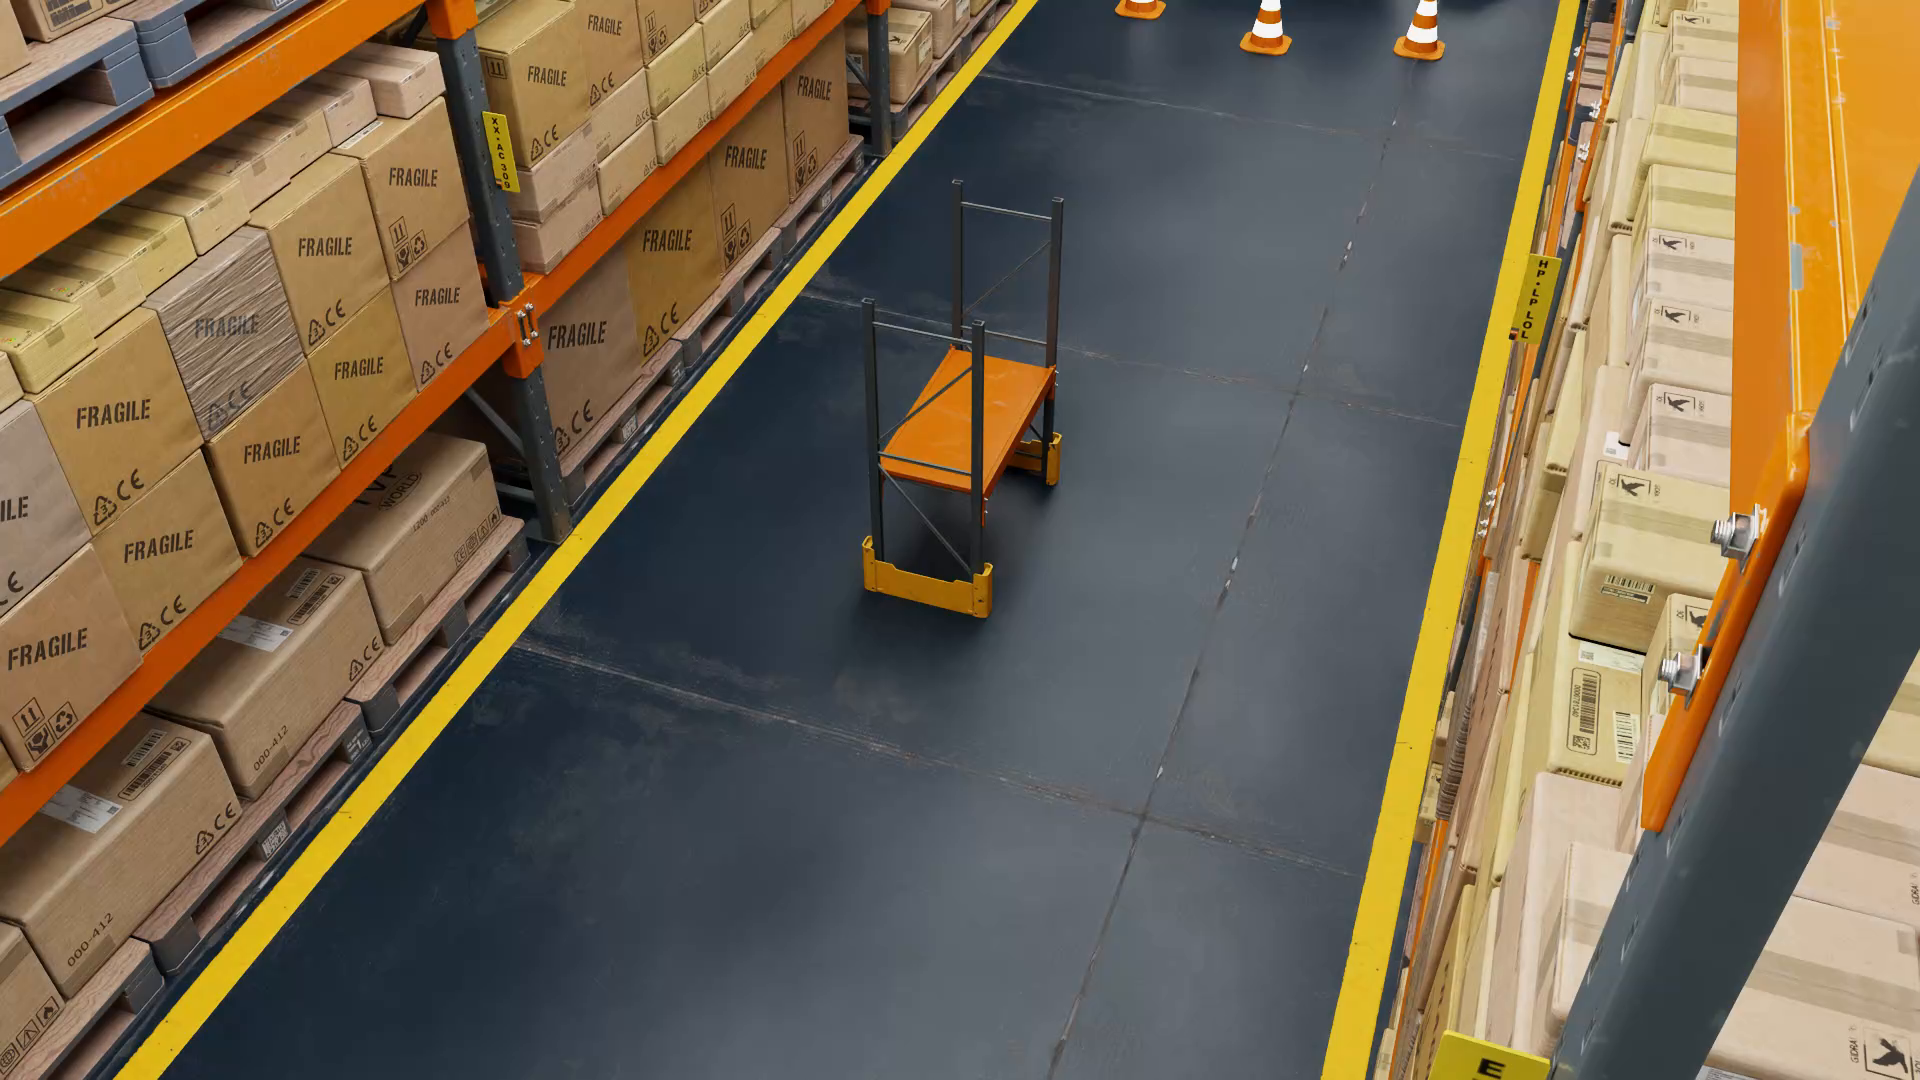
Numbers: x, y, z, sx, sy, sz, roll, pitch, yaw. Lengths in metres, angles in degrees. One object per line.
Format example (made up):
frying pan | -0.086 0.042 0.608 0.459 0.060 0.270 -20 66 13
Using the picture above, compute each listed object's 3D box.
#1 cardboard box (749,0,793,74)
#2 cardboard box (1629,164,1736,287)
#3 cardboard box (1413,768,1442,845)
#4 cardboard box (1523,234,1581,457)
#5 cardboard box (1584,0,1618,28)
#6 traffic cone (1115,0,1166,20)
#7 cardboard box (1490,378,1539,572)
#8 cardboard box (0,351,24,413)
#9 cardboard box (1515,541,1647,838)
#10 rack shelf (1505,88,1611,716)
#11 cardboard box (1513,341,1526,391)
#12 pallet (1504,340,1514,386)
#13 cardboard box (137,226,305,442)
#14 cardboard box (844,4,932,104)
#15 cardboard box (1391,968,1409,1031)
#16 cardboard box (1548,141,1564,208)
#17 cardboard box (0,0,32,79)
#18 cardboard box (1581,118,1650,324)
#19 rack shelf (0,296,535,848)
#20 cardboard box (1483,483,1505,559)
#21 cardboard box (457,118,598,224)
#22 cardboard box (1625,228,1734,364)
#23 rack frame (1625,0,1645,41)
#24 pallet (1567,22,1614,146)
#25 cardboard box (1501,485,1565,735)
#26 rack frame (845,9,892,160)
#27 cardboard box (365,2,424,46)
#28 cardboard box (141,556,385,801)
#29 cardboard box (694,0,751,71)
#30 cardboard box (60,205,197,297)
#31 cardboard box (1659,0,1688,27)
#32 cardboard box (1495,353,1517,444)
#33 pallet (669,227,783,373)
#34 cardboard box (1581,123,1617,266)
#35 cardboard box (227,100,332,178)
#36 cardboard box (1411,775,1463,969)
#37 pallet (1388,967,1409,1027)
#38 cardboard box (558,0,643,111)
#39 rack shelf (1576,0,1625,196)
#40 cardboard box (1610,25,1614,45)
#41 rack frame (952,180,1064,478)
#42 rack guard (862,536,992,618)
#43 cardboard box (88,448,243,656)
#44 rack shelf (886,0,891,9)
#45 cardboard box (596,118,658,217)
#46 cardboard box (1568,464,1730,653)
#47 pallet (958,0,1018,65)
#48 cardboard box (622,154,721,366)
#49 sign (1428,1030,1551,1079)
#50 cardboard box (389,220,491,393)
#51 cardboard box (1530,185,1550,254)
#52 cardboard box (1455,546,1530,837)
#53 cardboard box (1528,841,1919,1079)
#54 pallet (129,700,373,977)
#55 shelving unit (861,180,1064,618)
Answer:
cardboard box | -1.200 -2.655 8.620 0.500 0.250 0.500 13 42 15
cardboard box | 1.496 -0.569 3.171 0.380 0.149 0.250 12 42 14
cardboard box | 1.877 1.018 6.073 0.380 0.149 0.250 14 43 16
cardboard box | 2.011 -0.531 4.938 0.500 0.500 0.500 14 43 16
cardboard box | 3.664 -3.032 8.870 0.500 0.500 0.500 13 42 15
traffic cone | 1.336 -4.104 12.158 0.336 0.463 0.334 13 42 15
cardboard box | 1.988 -0.125 5.233 0.500 0.500 0.500 13 42 14
cardboard box | -2.820 -0.426 4.544 0.380 0.149 0.250 14 42 15
cardboard box | 1.119 0.296 2.465 0.500 0.250 0.500 12 42 14
rack shelf | 1.711 0.132 3.481 1.077 0.370 4.000 13 42 15
cardboard box | 2.767 -0.861 7.426 0.500 0.250 0.500 12 42 13
pallet | 3.494 -1.123 8.857 1.003 0.211 1.213 13 42 15
cardboard box | -2.540 -0.706 5.373 0.500 0.500 0.500 14 42 16
cardboard box | -0.721 -3.199 10.843 0.950 0.372 0.625 11 42 12
cardboard box | 1.561 1.539 5.233 0.380 0.149 0.250 13 42 15
cardboard box | 3.299 -1.787 8.512 0.500 0.250 0.500 11 42 13
cardboard box | -2.829 -1.391 4.234 0.500 0.500 0.500 14 42 16
cardboard box | 1.645 -0.647 3.571 0.500 0.250 0.500 14 42 16
rack shelf | -2.976 0.236 5.670 1.077 0.370 4.000 13 42 15
cardboard box | 1.990 -0.024 5.615 0.380 0.149 0.250 15 43 17
cardboard box | -1.876 -1.596 6.994 0.500 0.250 0.500 12 42 14
cardboard box | 1.411 -0.408 2.983 0.380 0.149 0.250 12 42 14
rack frame | 2.395 -2.502 3.703 1.000 3.000 0.127 13 42 15
pallet | 3.619 -2.129 8.035 1.213 0.211 1.003 13 42 15
cardboard box | 1.283 0.187 2.978 0.500 0.250 0.500 15 43 17
rack frame | -0.924 -3.697 9.726 1.000 3.000 0.127 13 42 15
cardboard box | -2.375 -2.004 6.894 0.500 0.500 0.500 15 43 16
cardboard box | -2.913 0.463 6.500 0.875 0.438 0.875 12 42 14
cardboard box | -1.356 -2.531 8.090 0.500 0.250 0.500 12 42 14
cardboard box | -2.594 -0.898 5.098 0.380 0.149 0.250 12 42 14
cardboard box | 1.943 -1.364 4.103 0.380 0.149 0.250 12 42 13
cardboard box | 2.766 -0.561 7.652 0.500 0.500 0.500 12 42 14
pallet | -1.683 -1.430 9.217 1.003 0.211 1.213 13 42 15
cardboard box | 1.826 -0.773 4.103 0.500 0.250 0.500 13 42 14
cardboard box | -2.385 -1.377 5.660 0.380 0.149 0.250 13 42 15
cardboard box | 1.464 0.811 4.136 0.500 0.500 0.500 15 43 17
pallet | 1.783 2.005 5.191 1.003 0.211 1.213 13 42 15
cardboard box | -1.723 -2.197 7.120 0.500 0.500 0.500 13 42 15
rack shelf | 3.078 -2.307 6.340 1.077 0.370 4.000 13 42 15
cardboard box | 3.420 -2.496 8.188 0.380 0.149 0.250 13 42 14
rack frame | 0.203 -0.933 7.641 0.500 1.500 0.032 13 42 15
rack guard | -0.144 0.162 7.321 0.587 0.250 0.087 13 42 15
cardboard box | -2.732 -0.015 5.333 0.500 0.500 0.500 15 43 17
rack shelf | -0.240 -4.643 11.389 1.077 0.370 4.000 13 42 15
cardboard box | -1.718 -1.726 7.531 0.500 0.250 0.500 12 42 14
cardboard box | 1.116 0.055 2.440 0.380 0.149 0.250 14 42 16
pallet | -0.236 -3.854 12.058 1.003 0.211 1.213 13 42 15
cardboard box | -1.853 -1.557 8.531 0.875 0.875 0.875 14 43 16
sign | 0.512 0.606 1.689 0.100 0.325 0.005 13 42 15
cardboard box | -2.210 -0.956 6.436 0.500 0.500 0.500 14 42 15
cardboard box | 3.281 -1.494 8.746 0.500 0.500 0.500 12 42 13
cardboard box | 1.470 0.402 3.845 0.500 0.500 0.500 12 42 14
cardboard box | 0.864 0.526 1.889 0.380 0.149 0.250 13 42 15
pallet | -3.041 0.997 6.373 1.003 0.211 1.213 13 42 15
shelving unit | 0.026 -0.617 7.271 0.587 1.500 1.083 13 42 15
